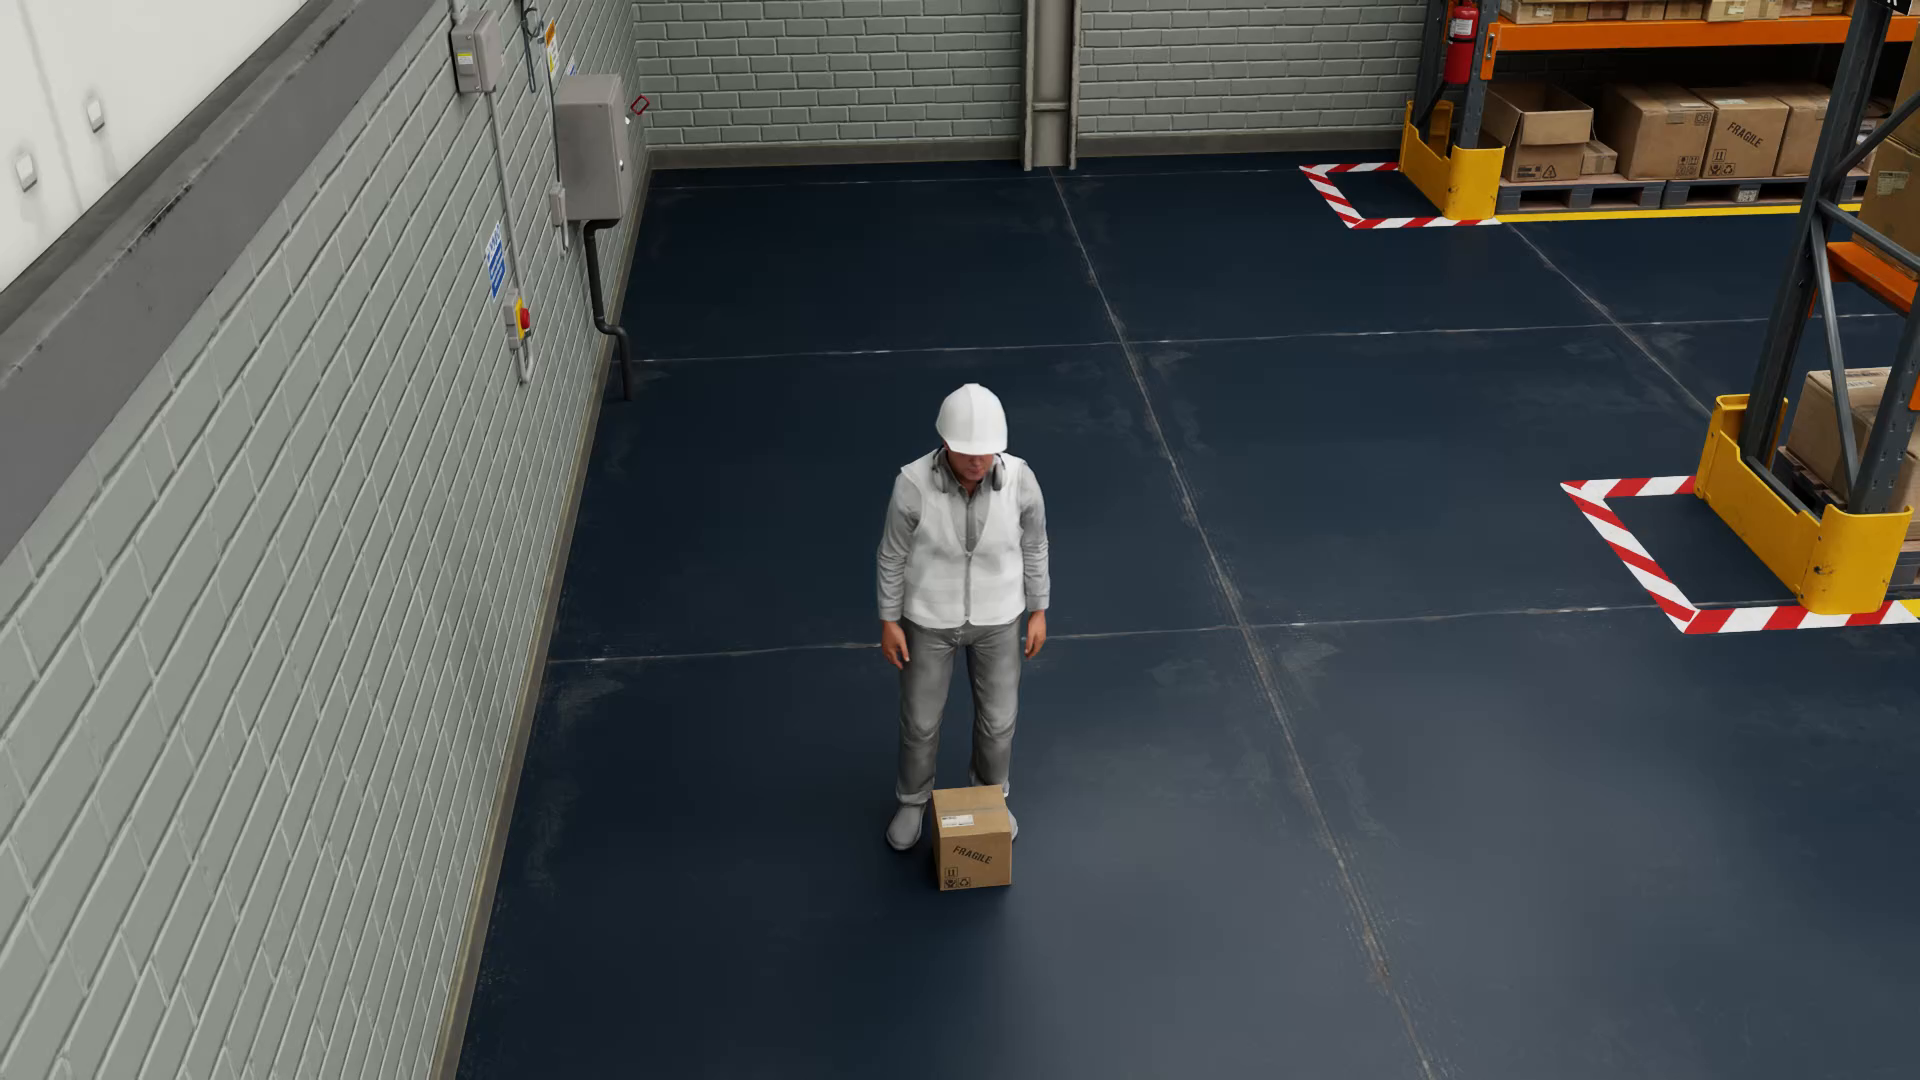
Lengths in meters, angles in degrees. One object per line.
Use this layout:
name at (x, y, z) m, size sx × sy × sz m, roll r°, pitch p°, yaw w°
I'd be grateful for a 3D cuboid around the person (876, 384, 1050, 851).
person at (0.013, 0.261, 5.670) m, size 0.589 × 1.772 × 0.461 m, roll -4°, pitch 31°, yaw -6°
